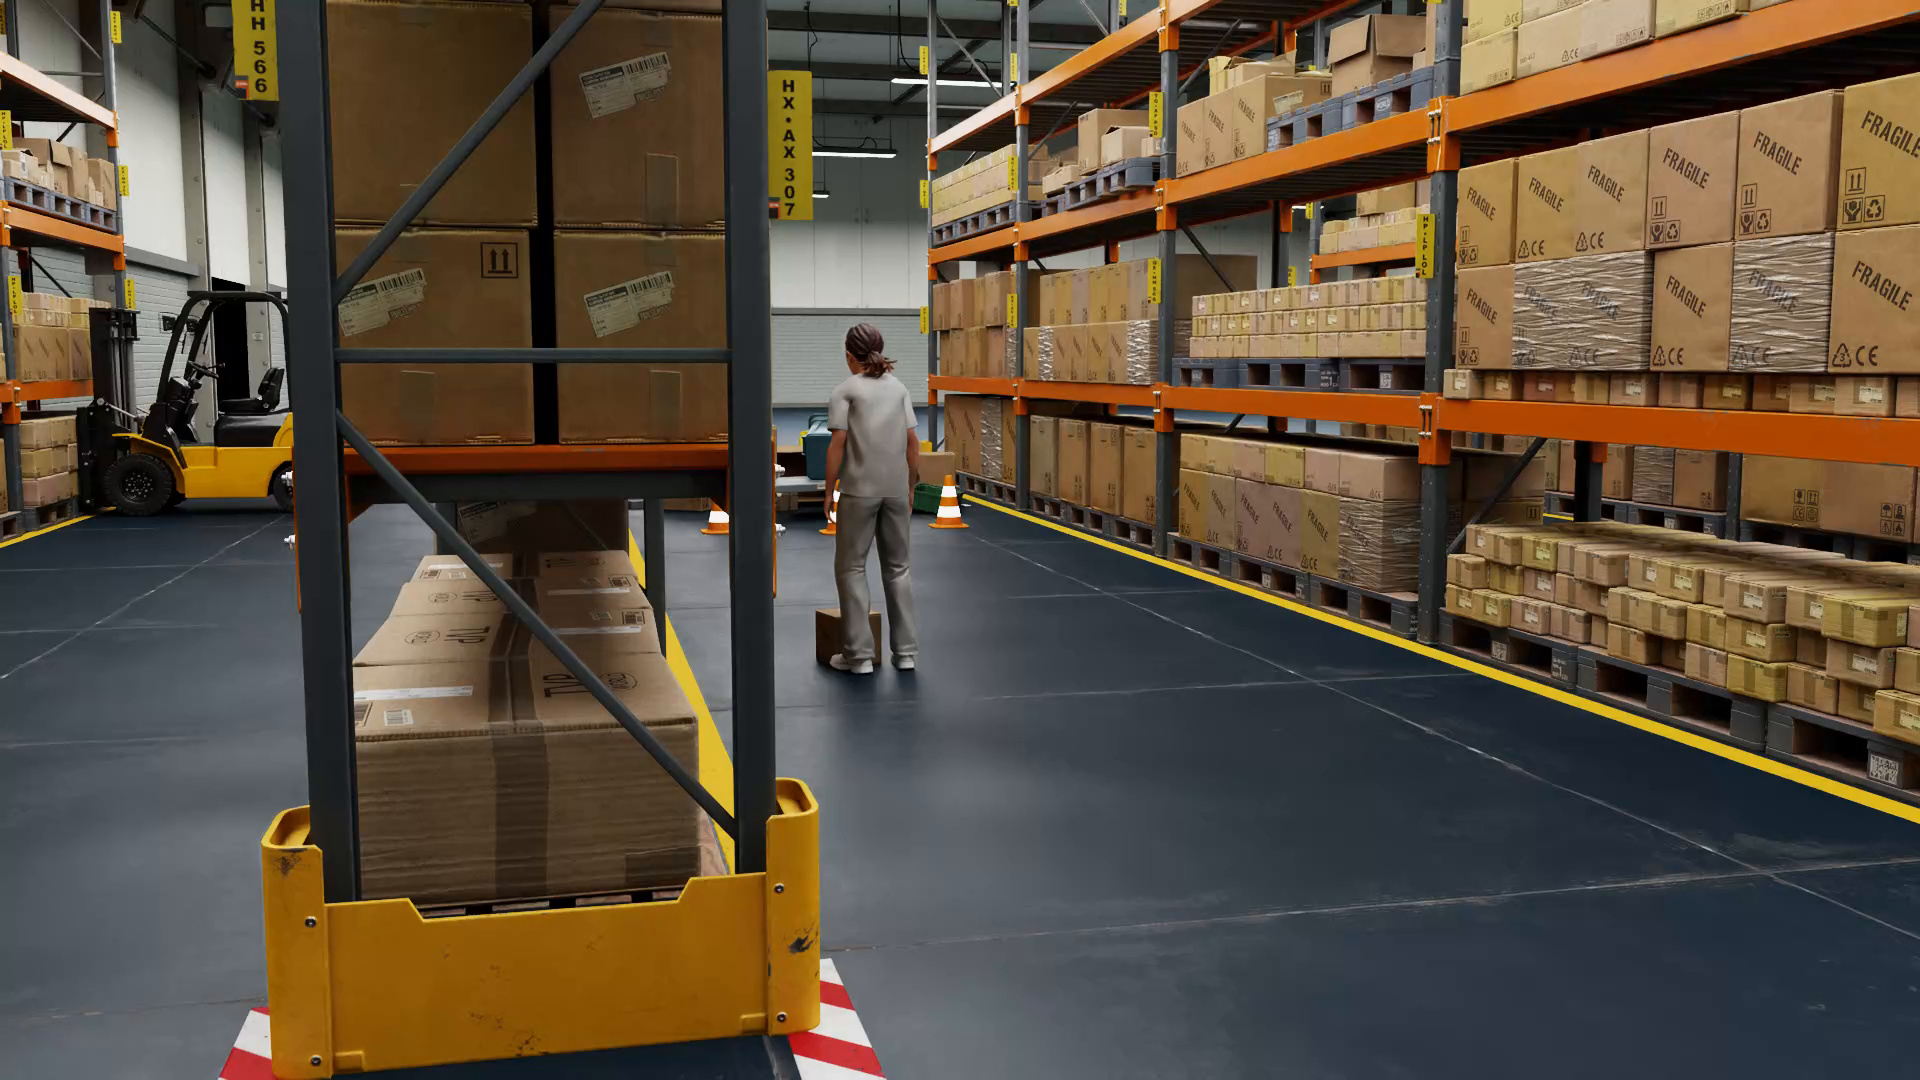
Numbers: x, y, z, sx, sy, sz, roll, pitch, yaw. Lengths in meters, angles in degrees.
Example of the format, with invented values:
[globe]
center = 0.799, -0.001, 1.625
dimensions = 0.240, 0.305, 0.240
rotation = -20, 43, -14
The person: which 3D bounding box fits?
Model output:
[person]
center = -0.425, -0.200, 8.011
dimensions = 0.489, 1.668, 0.358
rotation = -3, 7, -27
